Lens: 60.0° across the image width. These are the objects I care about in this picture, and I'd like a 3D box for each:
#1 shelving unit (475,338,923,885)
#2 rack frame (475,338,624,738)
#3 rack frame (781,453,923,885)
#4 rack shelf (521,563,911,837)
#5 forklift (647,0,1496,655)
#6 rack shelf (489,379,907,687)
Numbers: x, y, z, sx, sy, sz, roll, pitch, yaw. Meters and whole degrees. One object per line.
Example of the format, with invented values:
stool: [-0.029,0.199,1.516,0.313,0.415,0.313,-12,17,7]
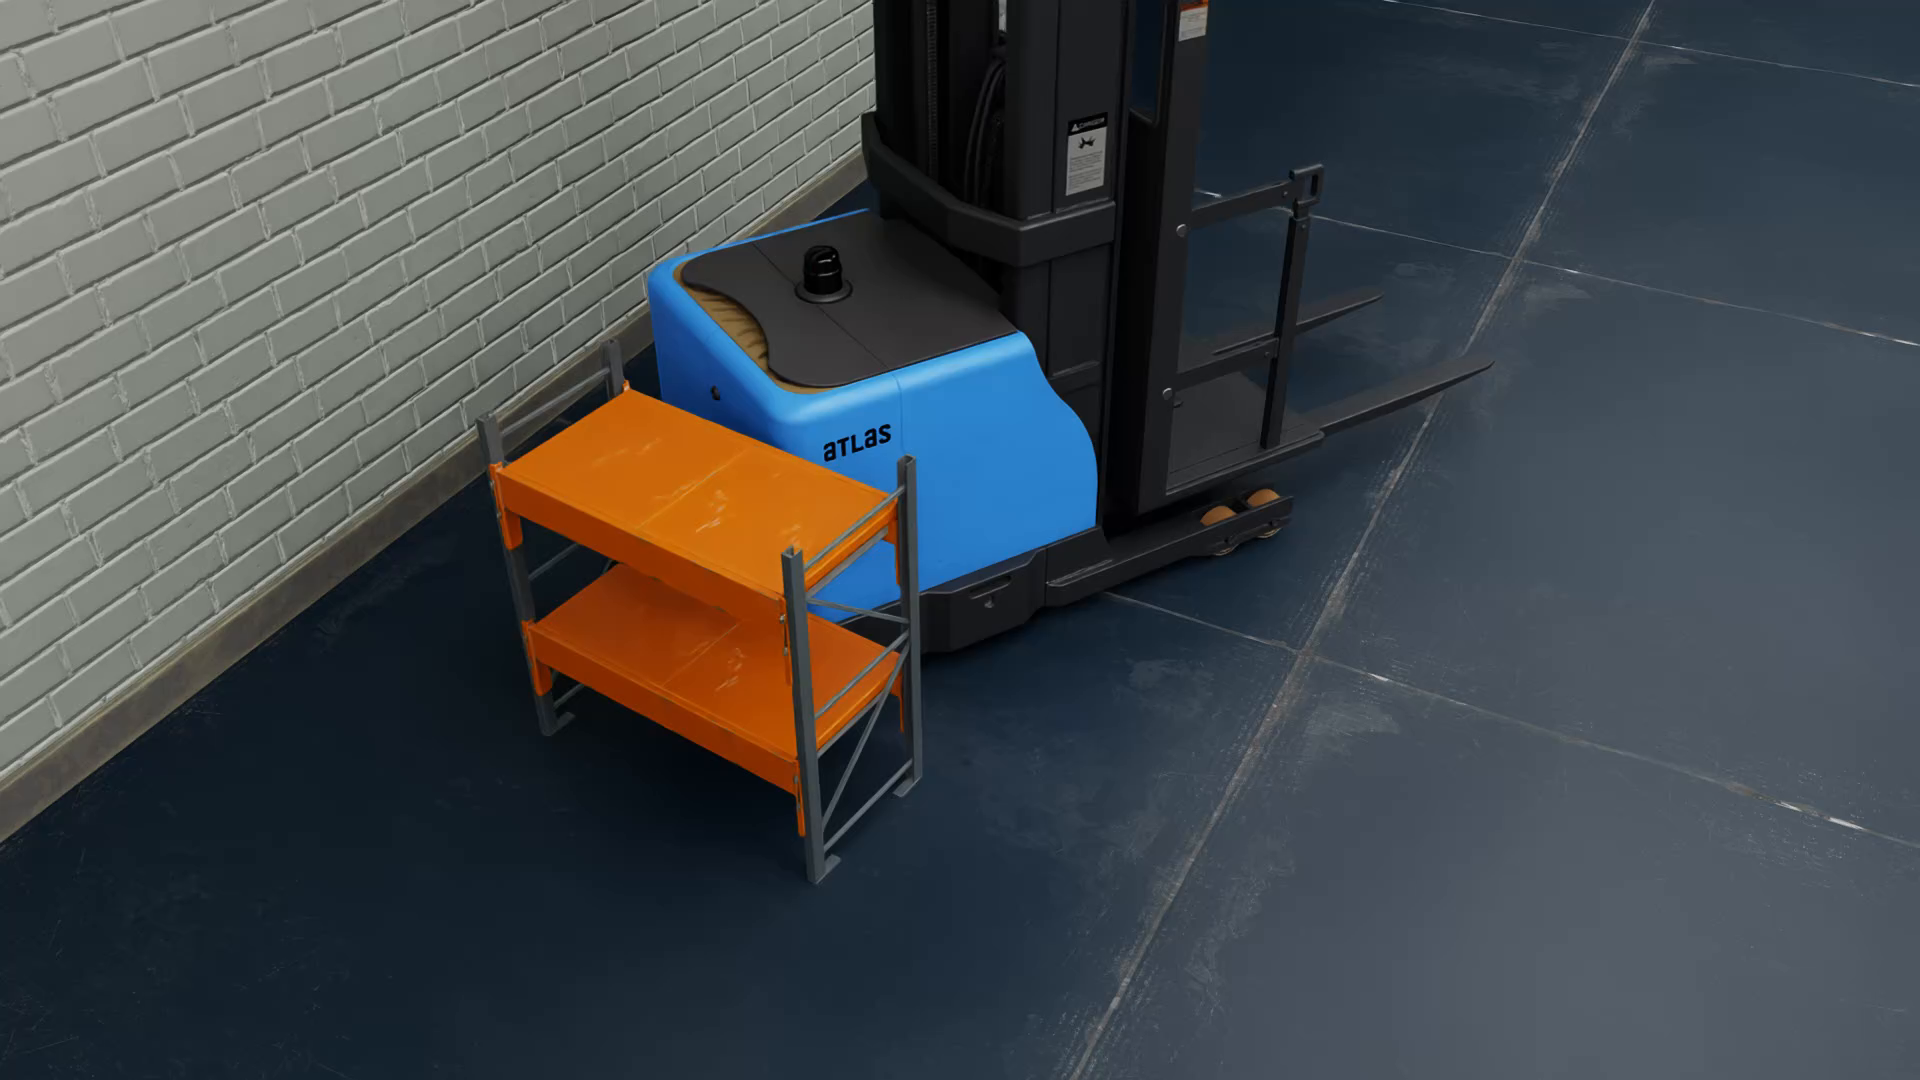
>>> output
shelving unit: [-0.682,0.186,4.574,1.048,1.125,0.538,22,43,27]
rack frame: [-1.102,0.013,4.802,0.032,1.125,0.500,22,43,27]
rack frame: [-0.262,0.360,4.345,0.032,1.125,0.500,22,43,27]
rack shelf: [-0.682,0.381,4.722,1.000,0.278,0.538,22,43,27]
forklift: [0.555,-1.369,5.130,3.031,2.935,1.130,-20,42,-24]
rack shelf: [-0.682,-0.047,4.397,1.000,0.278,0.538,22,43,27]
